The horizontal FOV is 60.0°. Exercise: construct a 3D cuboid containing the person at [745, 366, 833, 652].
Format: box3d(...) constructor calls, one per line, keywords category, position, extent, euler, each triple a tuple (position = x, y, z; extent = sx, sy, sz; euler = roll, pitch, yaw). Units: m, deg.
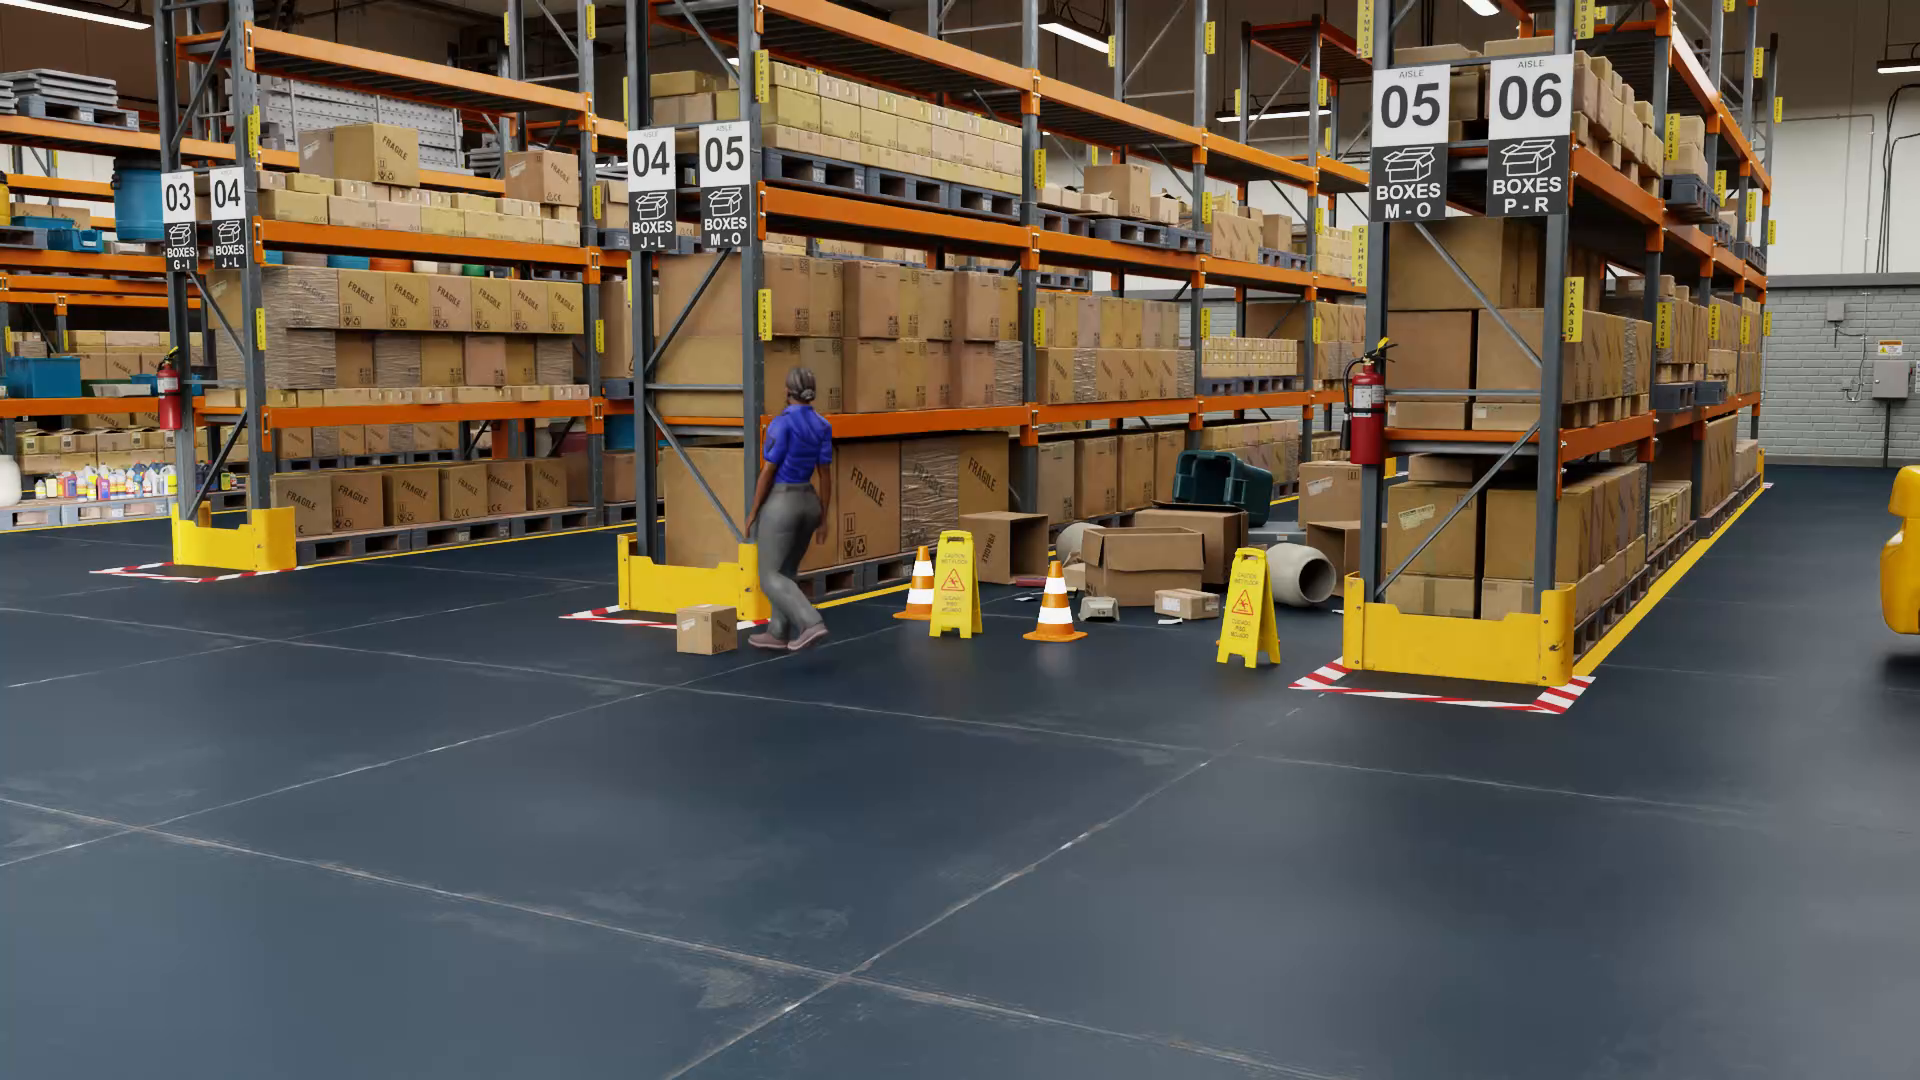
box3d(category="person", position=(-0.964, -0.160, 9.312), extent=(0.827, 1.619, 0.444), euler=(5, 8, 38))
